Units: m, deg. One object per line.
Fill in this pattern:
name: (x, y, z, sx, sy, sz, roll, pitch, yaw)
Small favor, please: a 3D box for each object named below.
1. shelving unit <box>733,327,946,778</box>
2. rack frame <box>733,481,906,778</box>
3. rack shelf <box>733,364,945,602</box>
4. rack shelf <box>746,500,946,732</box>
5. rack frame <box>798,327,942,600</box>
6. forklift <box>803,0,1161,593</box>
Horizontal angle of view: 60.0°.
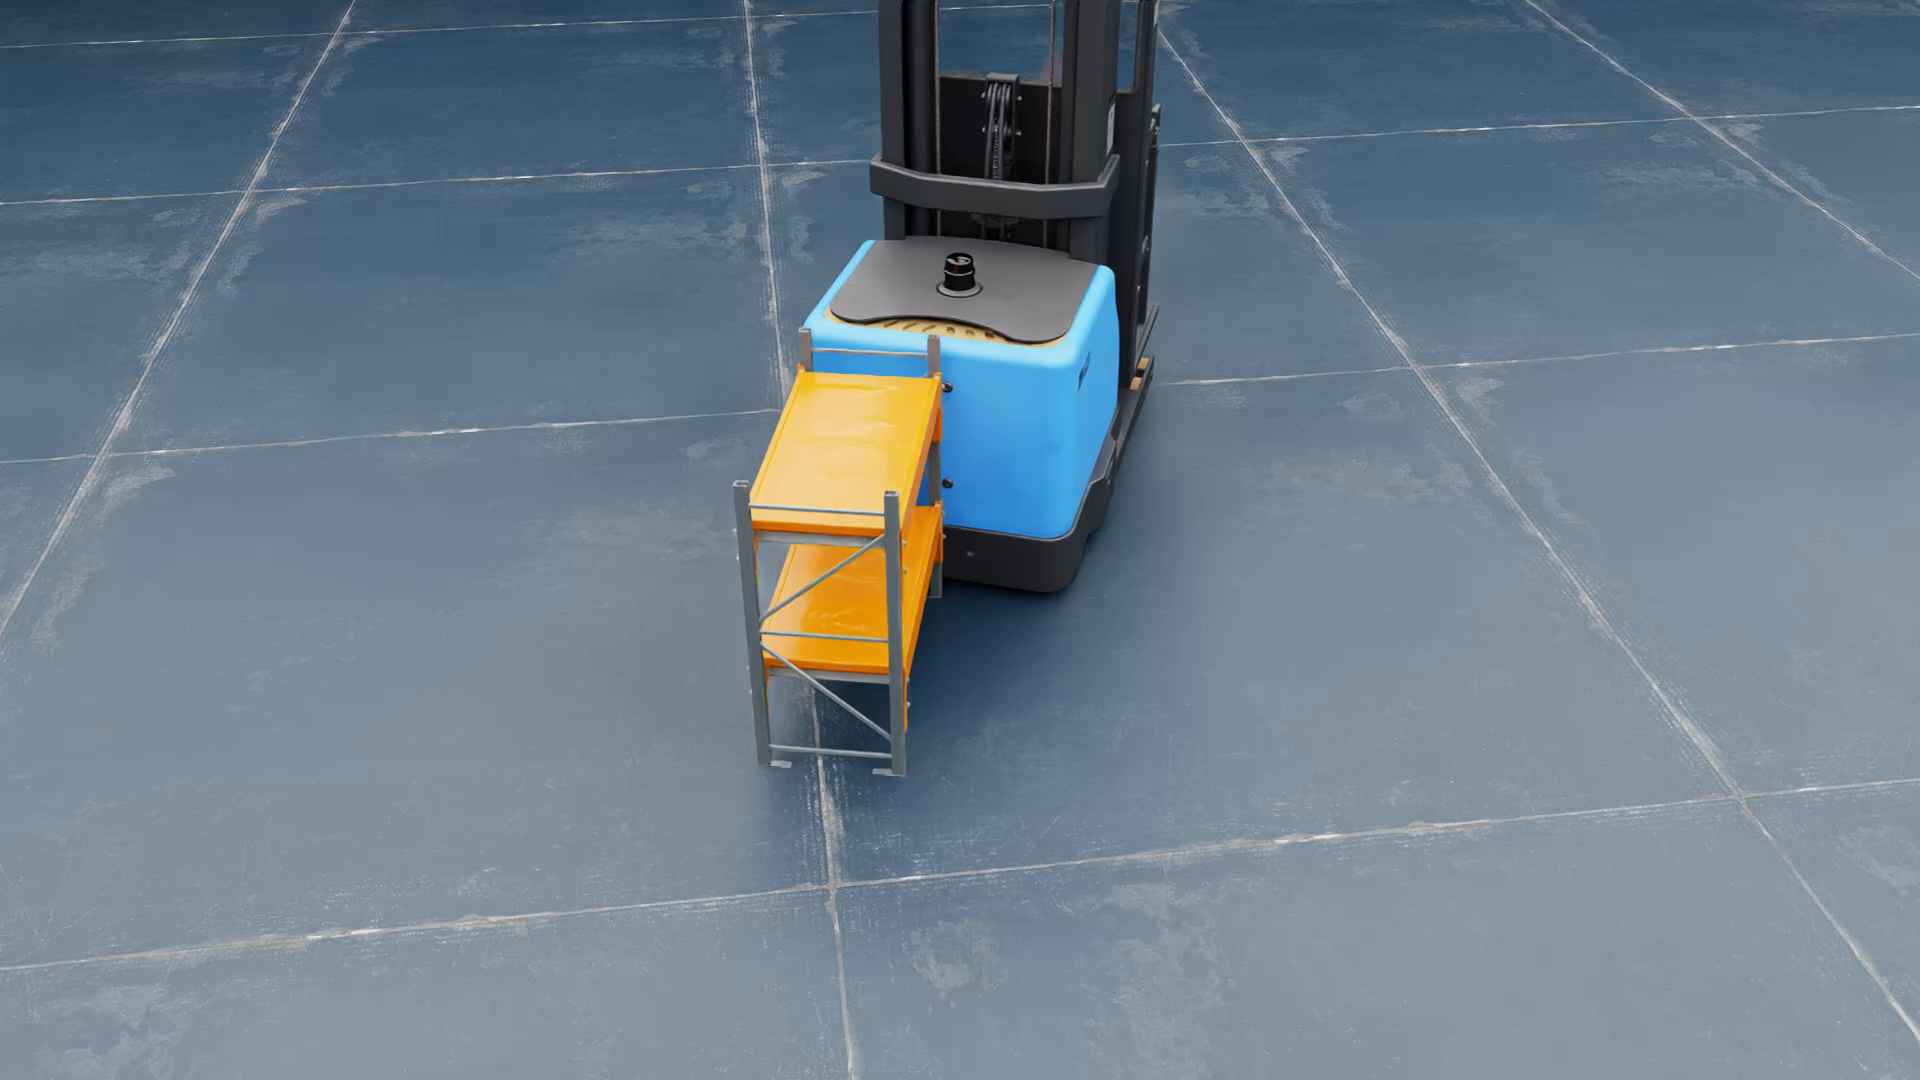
shelving unit: (-0.375, 0.025, 5.714, 0.538, 1.125, 1.048, 4, 34, 5)
rack frame: (-0.432, 0.310, 5.297, 0.500, 1.125, 0.032, 4, 34, 5)
rack shelf: (-0.375, -0.217, 5.549, 0.538, 0.278, 1.000, 4, 34, 5)
rack shelf: (-0.375, 0.227, 5.852, 0.538, 0.278, 1.000, 4, 34, 5)
rack frame: (-0.318, -0.259, 6.132, 0.500, 1.125, 0.032, 4, 34, 5)
forklift: (0.282, -1.837, 6.843, 1.130, 2.935, 3.031, 8, 35, 12)
